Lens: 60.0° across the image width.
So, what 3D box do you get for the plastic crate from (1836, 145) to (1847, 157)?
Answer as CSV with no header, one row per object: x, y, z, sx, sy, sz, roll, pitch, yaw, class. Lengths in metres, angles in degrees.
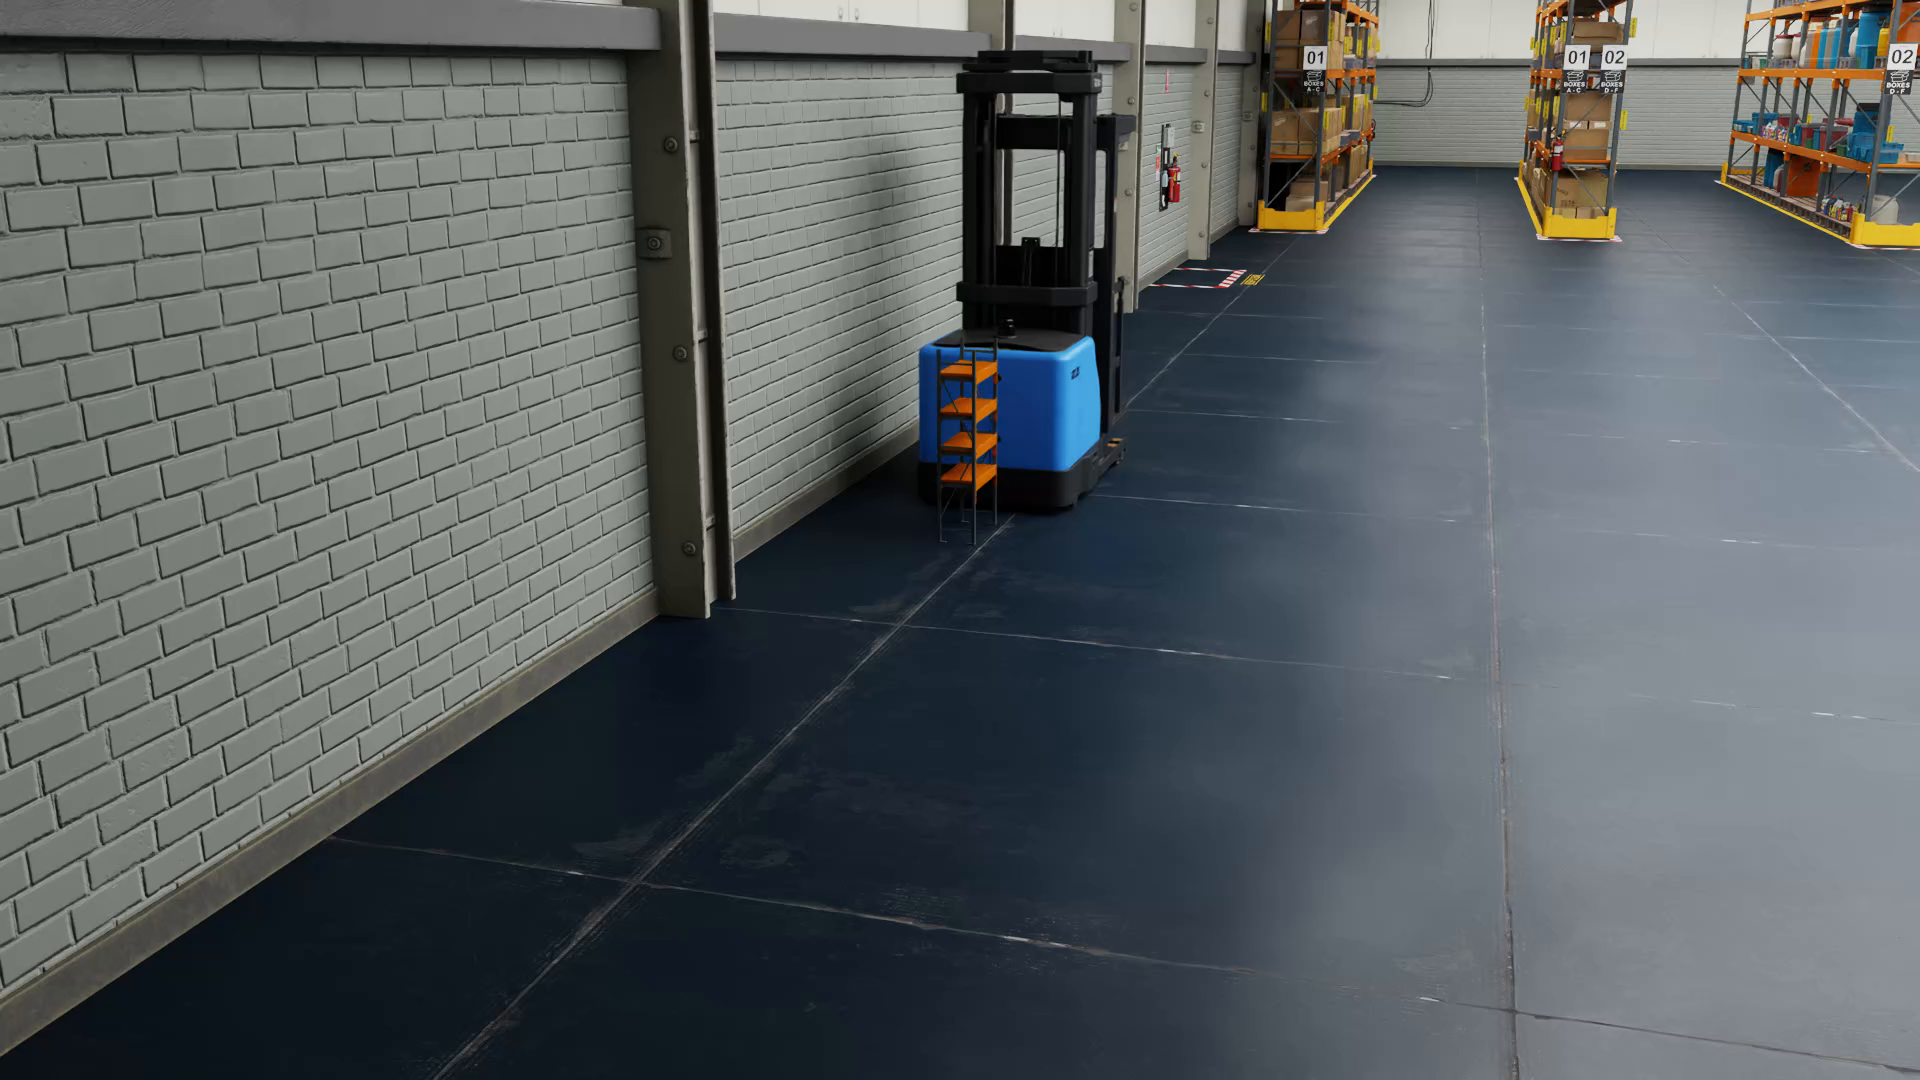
15.986,-6.960,29.758,0.450,0.188,0.662,5,16,16,plastic crate

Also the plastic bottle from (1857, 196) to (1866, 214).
16.597,-6.153,30.572,0.144,0.351,0.185,5,16,16,plastic bottle

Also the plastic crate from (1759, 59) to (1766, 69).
18.868,-11.113,38.824,0.416,0.233,0.300,5,16,16,plastic crate

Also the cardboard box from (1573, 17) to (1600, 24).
12.107,-9.872,32.271,0.500,0.500,0.500,5,17,17,cardboard box

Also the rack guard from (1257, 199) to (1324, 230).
6.029,-5.934,30.334,1.175,0.500,0.348,5,16,16,rack guard

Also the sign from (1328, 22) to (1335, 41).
6.527,-8.938,29.246,0.100,0.325,0.005,5,16,16,sign

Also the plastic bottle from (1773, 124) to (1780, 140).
17.985,-8.977,36.573,0.144,0.351,0.185,5,16,16,plastic bottle

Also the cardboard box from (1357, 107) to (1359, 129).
8.964,-9.784,38.561,0.500,0.500,0.500,5,16,16,cardboard box

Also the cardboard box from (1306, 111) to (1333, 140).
6.581,-7.645,30.650,0.500,0.500,0.500,5,16,16,cardboard box

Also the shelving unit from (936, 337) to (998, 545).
0.047,-0.621,10.318,0.258,1.200,0.503,5,16,16,shelving unit

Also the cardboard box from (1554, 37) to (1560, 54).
11.345,-9.197,30.898,0.500,0.311,0.500,4,16,13,cardboard box

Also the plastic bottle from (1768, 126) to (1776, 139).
18.156,-9.094,37.123,0.152,0.276,0.135,5,16,16,plastic bottle

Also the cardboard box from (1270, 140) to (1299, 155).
5.954,-7.191,30.425,0.500,0.250,0.500,5,17,17,cardboard box

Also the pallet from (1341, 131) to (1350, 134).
7.757,-8.596,35.491,1.003,0.211,1.213,5,16,16,pallet

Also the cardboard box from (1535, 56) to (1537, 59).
14.335,-11.894,40.627,0.500,0.250,0.500,5,16,16,cardboard box

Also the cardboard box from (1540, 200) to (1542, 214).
11.041,-6.169,30.852,0.500,0.250,0.500,5,16,16,cardboard box

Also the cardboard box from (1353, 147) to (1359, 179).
9.107,-9.011,39.772,0.750,0.750,0.750,5,17,18,cardboard box

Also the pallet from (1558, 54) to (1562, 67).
11.328,-8.637,29.949,1.003,0.211,1.213,5,16,16,pallet

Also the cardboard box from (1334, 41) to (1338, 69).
6.672,-8.959,30.703,0.500,0.500,0.500,5,17,18,cardboard box

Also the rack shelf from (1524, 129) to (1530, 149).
14.736,-10.050,41.584,1.077,0.370,4.000,5,16,16,rack shelf

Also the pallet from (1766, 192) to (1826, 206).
17.963,-7.309,35.713,1.003,0.211,1.213,5,16,16,pallet

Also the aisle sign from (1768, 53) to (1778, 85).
20.354,-11.781,41.604,0.394,0.787,0.004,5,16,16,aisle sign

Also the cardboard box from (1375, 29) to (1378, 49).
10.608,-13.072,43.369,0.500,0.500,0.500,5,16,16,cardboard box

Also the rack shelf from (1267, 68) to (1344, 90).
6.575,-8.737,31.457,1.077,0.370,4.000,5,16,16,rack shelf

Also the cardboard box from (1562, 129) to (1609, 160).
10.903,-6.903,28.986,0.700,0.500,0.500,5,16,16,cardboard box

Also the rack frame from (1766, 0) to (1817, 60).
18.916,-12.374,37.464,1.000,3.000,0.127,5,16,16,rack frame

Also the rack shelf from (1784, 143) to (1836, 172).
17.211,-7.572,32.847,1.077,0.370,4.000,5,16,16,rack shelf

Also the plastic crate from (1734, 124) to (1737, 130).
19.496,-10.320,41.589,0.250,0.136,0.298,5,16,16,plastic crate

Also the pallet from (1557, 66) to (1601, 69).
12.133,-9.363,32.696,0.805,0.209,1.217,4,16,14,pallet

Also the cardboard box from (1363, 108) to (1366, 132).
9.587,-10.541,41.447,0.980,0.700,0.700,5,17,17,cardboard box

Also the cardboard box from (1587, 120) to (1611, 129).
11.148,-7.249,29.017,0.380,0.149,0.250,4,16,14,cardboard box

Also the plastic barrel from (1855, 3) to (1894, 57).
16.257,-9.029,29.480,0.600,0.901,0.708,5,16,16,plastic barrel

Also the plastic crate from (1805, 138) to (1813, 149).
16.867,-7.771,32.616,0.450,0.188,0.662,5,16,16,plastic crate

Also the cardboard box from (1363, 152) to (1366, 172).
10.309,-9.980,43.830,0.700,0.500,0.500,5,16,16,cardboard box

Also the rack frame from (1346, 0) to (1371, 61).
9.417,-13.142,40.173,1.000,3.000,0.127,5,16,16,rack frame

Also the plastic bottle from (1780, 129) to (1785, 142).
17.712,-8.709,35.774,0.097,0.271,0.097,0,16,0,plastic bottle

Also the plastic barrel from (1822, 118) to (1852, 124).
17.938,-8.362,34.064,0.600,0.536,0.708,5,16,16,plastic barrel

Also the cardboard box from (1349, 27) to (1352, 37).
9.041,-12.100,39.631,0.500,0.250,0.500,6,17,20,cardboard box

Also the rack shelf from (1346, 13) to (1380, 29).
9.986,-13.127,42.171,1.077,0.370,4.000,5,16,16,rack shelf

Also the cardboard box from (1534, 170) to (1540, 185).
12.312,-7.590,34.833,0.500,0.311,0.500,4,16,14,cardboard box

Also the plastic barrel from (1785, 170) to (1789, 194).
17.977,-7.731,35.877,0.421,0.512,0.421,0,16,0,plastic barrel

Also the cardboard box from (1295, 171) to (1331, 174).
7.436,-7.505,35.067,0.700,0.500,0.500,4,16,15,cardboard box

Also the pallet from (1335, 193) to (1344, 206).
7.708,-7.346,35.841,1.003,0.211,1.213,5,16,16,pallet

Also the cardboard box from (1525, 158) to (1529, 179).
14.058,-9.053,40.525,0.500,0.500,0.500,5,16,16,cardboard box

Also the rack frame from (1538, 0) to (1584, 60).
14.168,-12.759,38.822,1.000,3.000,0.127,5,16,16,rack frame

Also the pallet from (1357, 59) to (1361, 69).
7.713,-9.941,34.727,1.213,0.211,1.003,5,16,16,pallet

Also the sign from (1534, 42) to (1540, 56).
13.645,-11.605,39.302,0.100,0.325,0.005,5,16,16,sign

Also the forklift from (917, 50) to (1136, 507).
0.623,-1.983,11.948,1.130,2.935,3.031,5,16,16,forklift

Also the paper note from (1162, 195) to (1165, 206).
2.816,-4.689,22.978,0.016,0.148,0.142,5,16,16,paper note

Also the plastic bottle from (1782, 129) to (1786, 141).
17.656,-8.659,35.595,0.097,0.271,0.097,0,16,0,plastic bottle

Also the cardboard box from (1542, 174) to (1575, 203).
10.895,-6.400,30.290,0.500,0.500,0.500,5,16,16,cardboard box

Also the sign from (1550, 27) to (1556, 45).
11.371,-9.663,31.878,0.100,0.325,0.005,5,16,16,sign

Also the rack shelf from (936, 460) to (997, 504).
0.047,-0.365,10.391,0.258,0.148,0.480,5,16,16,rack shelf

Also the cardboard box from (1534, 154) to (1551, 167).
13.084,-8.474,37.110,0.500,0.250,0.500,5,17,18,cardboard box

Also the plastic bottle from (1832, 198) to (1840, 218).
15.841,-5.993,30.008,0.144,0.351,0.185,4,16,15,plastic bottle
